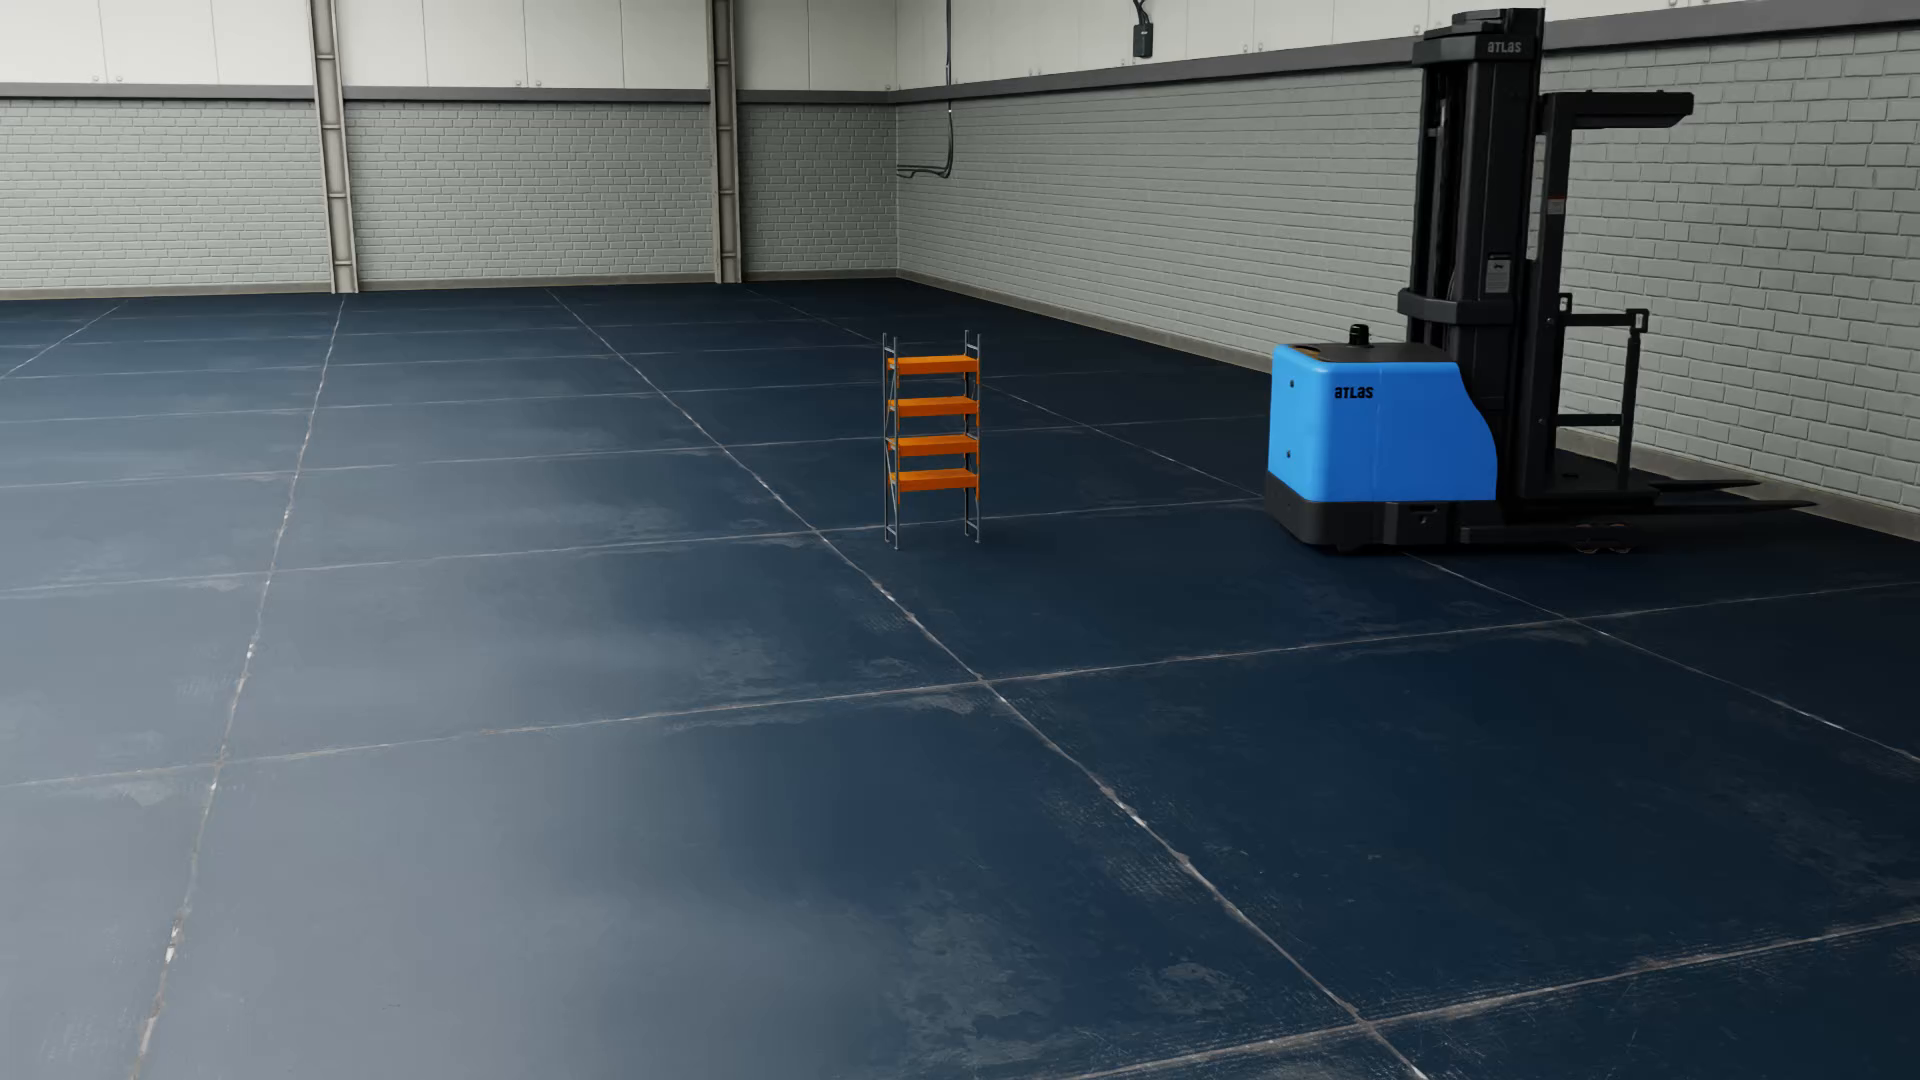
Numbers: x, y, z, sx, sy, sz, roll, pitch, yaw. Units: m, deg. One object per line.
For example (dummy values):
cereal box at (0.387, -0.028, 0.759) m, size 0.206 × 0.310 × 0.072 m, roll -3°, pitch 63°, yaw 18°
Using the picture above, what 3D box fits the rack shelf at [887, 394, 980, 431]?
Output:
rack shelf at (-0.157, -0.724, 9.416) m, size 0.480 × 0.148 × 0.258 m, roll -4°, pitch 14°, yaw -18°

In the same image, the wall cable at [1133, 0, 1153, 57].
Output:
wall cable at (2.368, -8.169, 17.189) m, size 0.169 × 6.003 × 2.305 m, roll -4°, pitch 14°, yaw -18°

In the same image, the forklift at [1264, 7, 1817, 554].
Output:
forklift at (3.392, -1.470, 9.487) m, size 3.031 × 2.935 × 1.130 m, roll -1°, pitch 13°, yaw -4°

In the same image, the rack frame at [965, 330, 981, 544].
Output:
rack frame at (0.074, -0.590, 9.528) m, size 0.015 × 1.200 × 0.240 m, roll -4°, pitch 14°, yaw -18°

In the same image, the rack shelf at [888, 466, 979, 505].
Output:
rack shelf at (-0.157, -0.313, 9.514) m, size 0.480 × 0.148 × 0.258 m, roll -4°, pitch 14°, yaw -18°

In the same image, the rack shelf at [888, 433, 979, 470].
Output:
rack shelf at (-0.157, -0.506, 9.468) m, size 0.480 × 0.148 × 0.258 m, roll -4°, pitch 14°, yaw -18°

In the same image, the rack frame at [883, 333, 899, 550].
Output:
rack frame at (-0.388, -0.553, 9.377) m, size 0.015 × 1.200 × 0.240 m, roll -4°, pitch 14°, yaw -18°

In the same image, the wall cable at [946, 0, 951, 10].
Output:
wall cable at (0.218, -8.951, 23.622) m, size 0.112 × 2.526 × 3.097 m, roll -4°, pitch 14°, yaw -18°

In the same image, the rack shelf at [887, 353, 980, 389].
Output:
rack shelf at (-0.157, -0.954, 9.362) m, size 0.480 × 0.148 × 0.258 m, roll -4°, pitch 14°, yaw -18°

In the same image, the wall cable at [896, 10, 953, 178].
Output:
wall cable at (-0.645, -7.087, 26.700) m, size 0.112 × 2.526 × 3.097 m, roll -4°, pitch 14°, yaw -18°

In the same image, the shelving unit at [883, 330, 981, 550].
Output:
shelving unit at (-0.157, -0.572, 9.453) m, size 0.503 × 1.200 × 0.258 m, roll -4°, pitch 14°, yaw -18°

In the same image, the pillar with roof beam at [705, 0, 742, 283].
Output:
pillar with roof beam at (-2.486, -7.726, 22.677) m, size 0.400 × 9.000 × 9.100 m, roll -4°, pitch 14°, yaw -18°

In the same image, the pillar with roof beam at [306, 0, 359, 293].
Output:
pillar with roof beam at (-8.172, -7.283, 20.815) m, size 0.400 × 9.000 × 9.100 m, roll -4°, pitch 14°, yaw -18°
